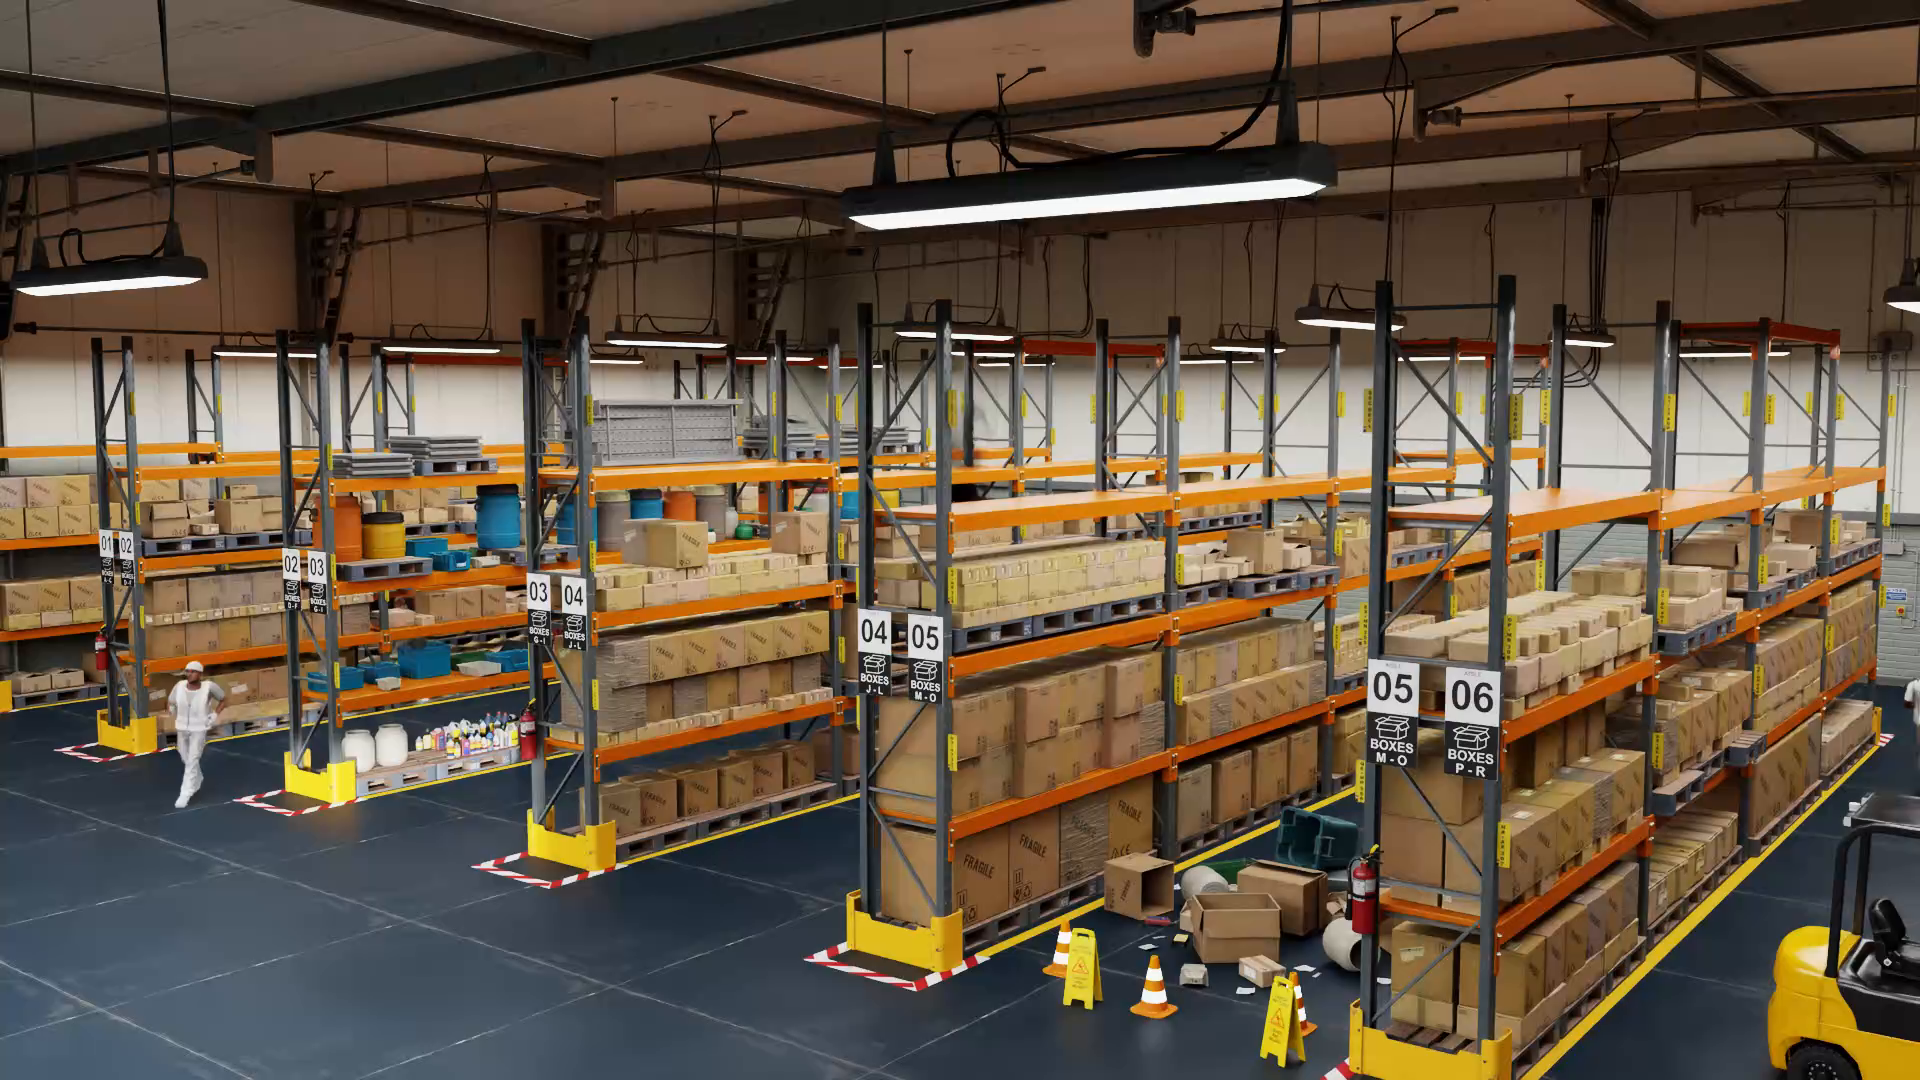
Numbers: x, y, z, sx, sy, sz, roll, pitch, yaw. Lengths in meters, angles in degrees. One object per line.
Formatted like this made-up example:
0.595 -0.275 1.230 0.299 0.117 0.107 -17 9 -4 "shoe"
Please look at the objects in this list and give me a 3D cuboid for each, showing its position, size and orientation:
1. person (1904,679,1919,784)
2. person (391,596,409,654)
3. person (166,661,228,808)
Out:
12.737 2.400 21.757 0.684 1.743 0.617 4 6 36 "person"
-10.065 1.790 29.735 0.524 1.558 0.537 3 6 35 "person"
-9.738 2.428 21.166 0.686 1.802 0.874 0 5 1 "person"
